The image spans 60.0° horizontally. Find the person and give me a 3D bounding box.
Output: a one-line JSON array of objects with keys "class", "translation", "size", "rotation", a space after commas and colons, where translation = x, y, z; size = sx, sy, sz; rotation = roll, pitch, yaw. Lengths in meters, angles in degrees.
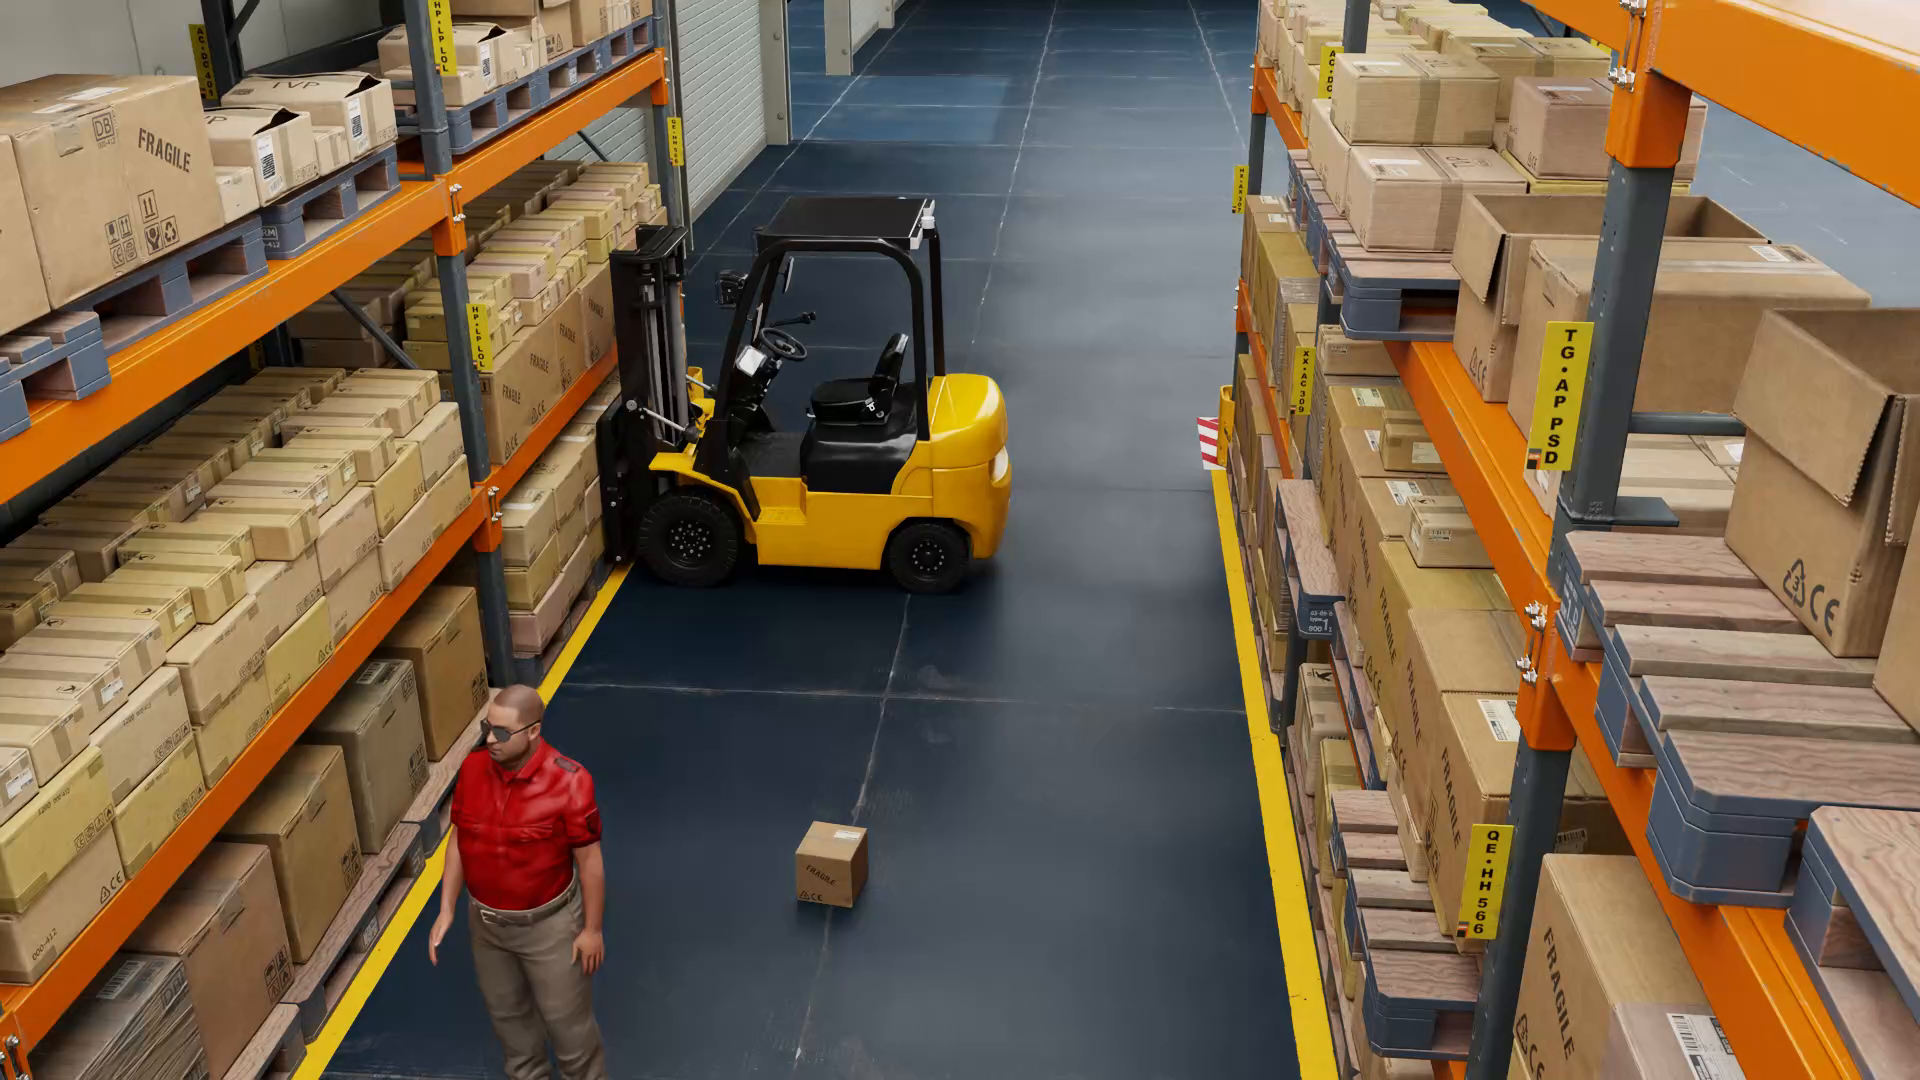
[{"class": "person", "translation": [-1.491, 1.319, 5.670], "size": [0.571, 1.744, 0.432], "rotation": [9, 26, 19]}]
